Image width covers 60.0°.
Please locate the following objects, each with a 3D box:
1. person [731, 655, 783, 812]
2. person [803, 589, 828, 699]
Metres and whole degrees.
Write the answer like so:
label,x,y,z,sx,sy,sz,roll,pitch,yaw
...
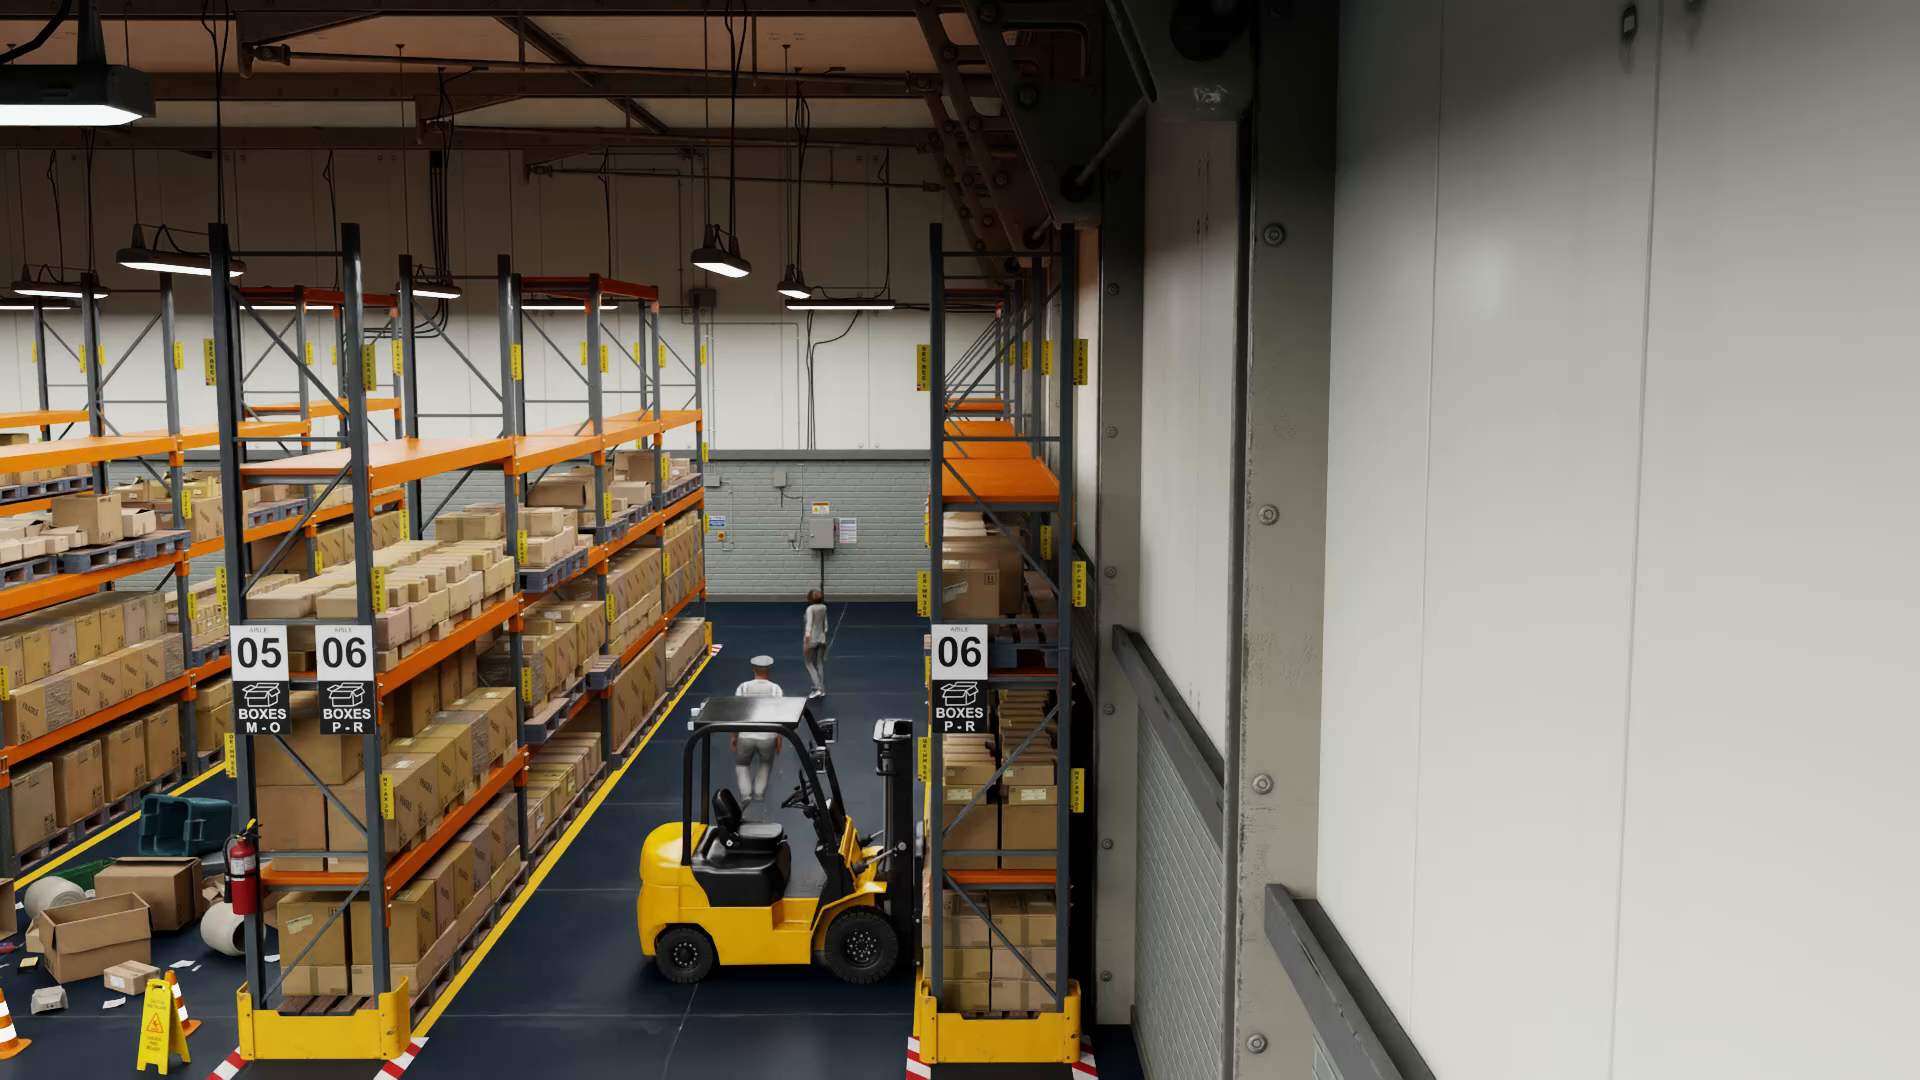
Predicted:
label,x,y,z,sx,sy,sz,roll,pitch,yaw
person,-2.174,2.090,17.920,0.574,1.683,0.554,0,7,-1
person,-2.122,1.536,24.503,0.457,1.642,0.350,-7,9,-44
